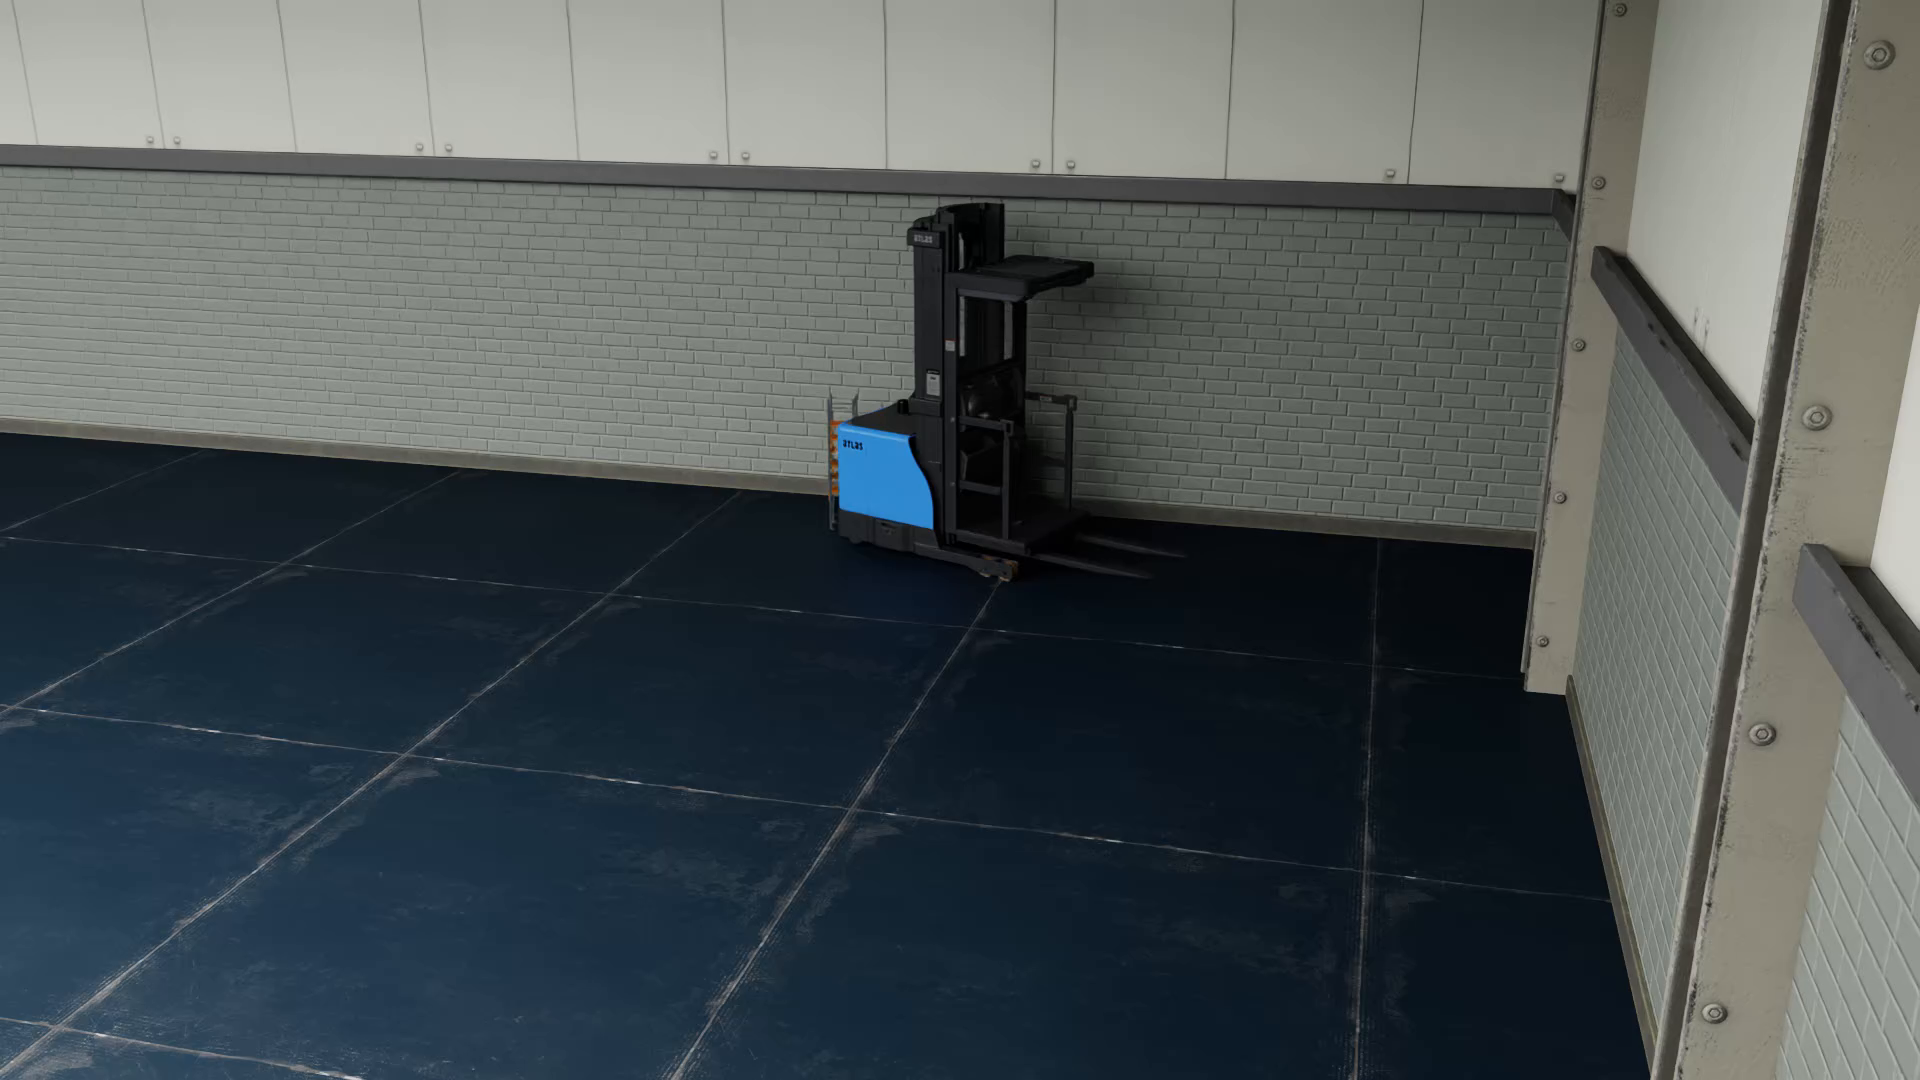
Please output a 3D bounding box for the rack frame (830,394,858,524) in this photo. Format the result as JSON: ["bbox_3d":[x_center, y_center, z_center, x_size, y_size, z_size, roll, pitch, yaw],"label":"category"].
[{"bbox_3d":[-1.033,-0.718,14.933,0.240,1.200,0.006,2,18,4],"label":"rack frame"}]

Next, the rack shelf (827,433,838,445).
[{"bbox_3d":[-1.040,-0.877,14.787,0.258,0.103,0.180,2,18,4],"label":"rack shelf"}]

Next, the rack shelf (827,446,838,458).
[{"bbox_3d":[-1.040,-0.763,14.824,0.258,0.103,0.180,2,18,4],"label":"rack shelf"}]

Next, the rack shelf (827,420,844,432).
[{"bbox_3d":[-1.039,-0.992,14.751,0.258,0.103,0.180,2,18,4],"label":"rack shelf"}]

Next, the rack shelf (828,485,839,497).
[{"bbox_3d":[-1.042,-0.420,14.933,0.258,0.103,0.180,2,18,4],"label":"rack shelf"}]

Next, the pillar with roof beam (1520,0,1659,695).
[{"bbox_3d":[-0.039,-3.595,11.291,9.100,9.000,0.400,5,19,13],"label":"pillar with roof beam"}]

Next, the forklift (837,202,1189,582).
[{"bbox_3d":[0.436,-1.238,13.777,3.031,2.935,1.130,12,22,32],"label":"forklift"}]

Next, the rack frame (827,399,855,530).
[{"bbox_3d":[-1.047,-0.663,14.760,0.240,1.200,0.006,2,18,4],"label":"rack frame"}]

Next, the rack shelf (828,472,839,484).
[{"bbox_3d":[-1.041,-0.534,14.896,0.258,0.103,0.180,2,18,4],"label":"rack shelf"}]

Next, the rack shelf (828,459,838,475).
[{"bbox_3d":[-1.041,-0.648,14.860,0.258,0.103,0.180,2,18,4],"label":"rack shelf"}]

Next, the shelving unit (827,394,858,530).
[{"bbox_3d":[-1.040,-0.691,14.846,0.258,1.200,0.189,2,18,4],"label":"shelving unit"}]
